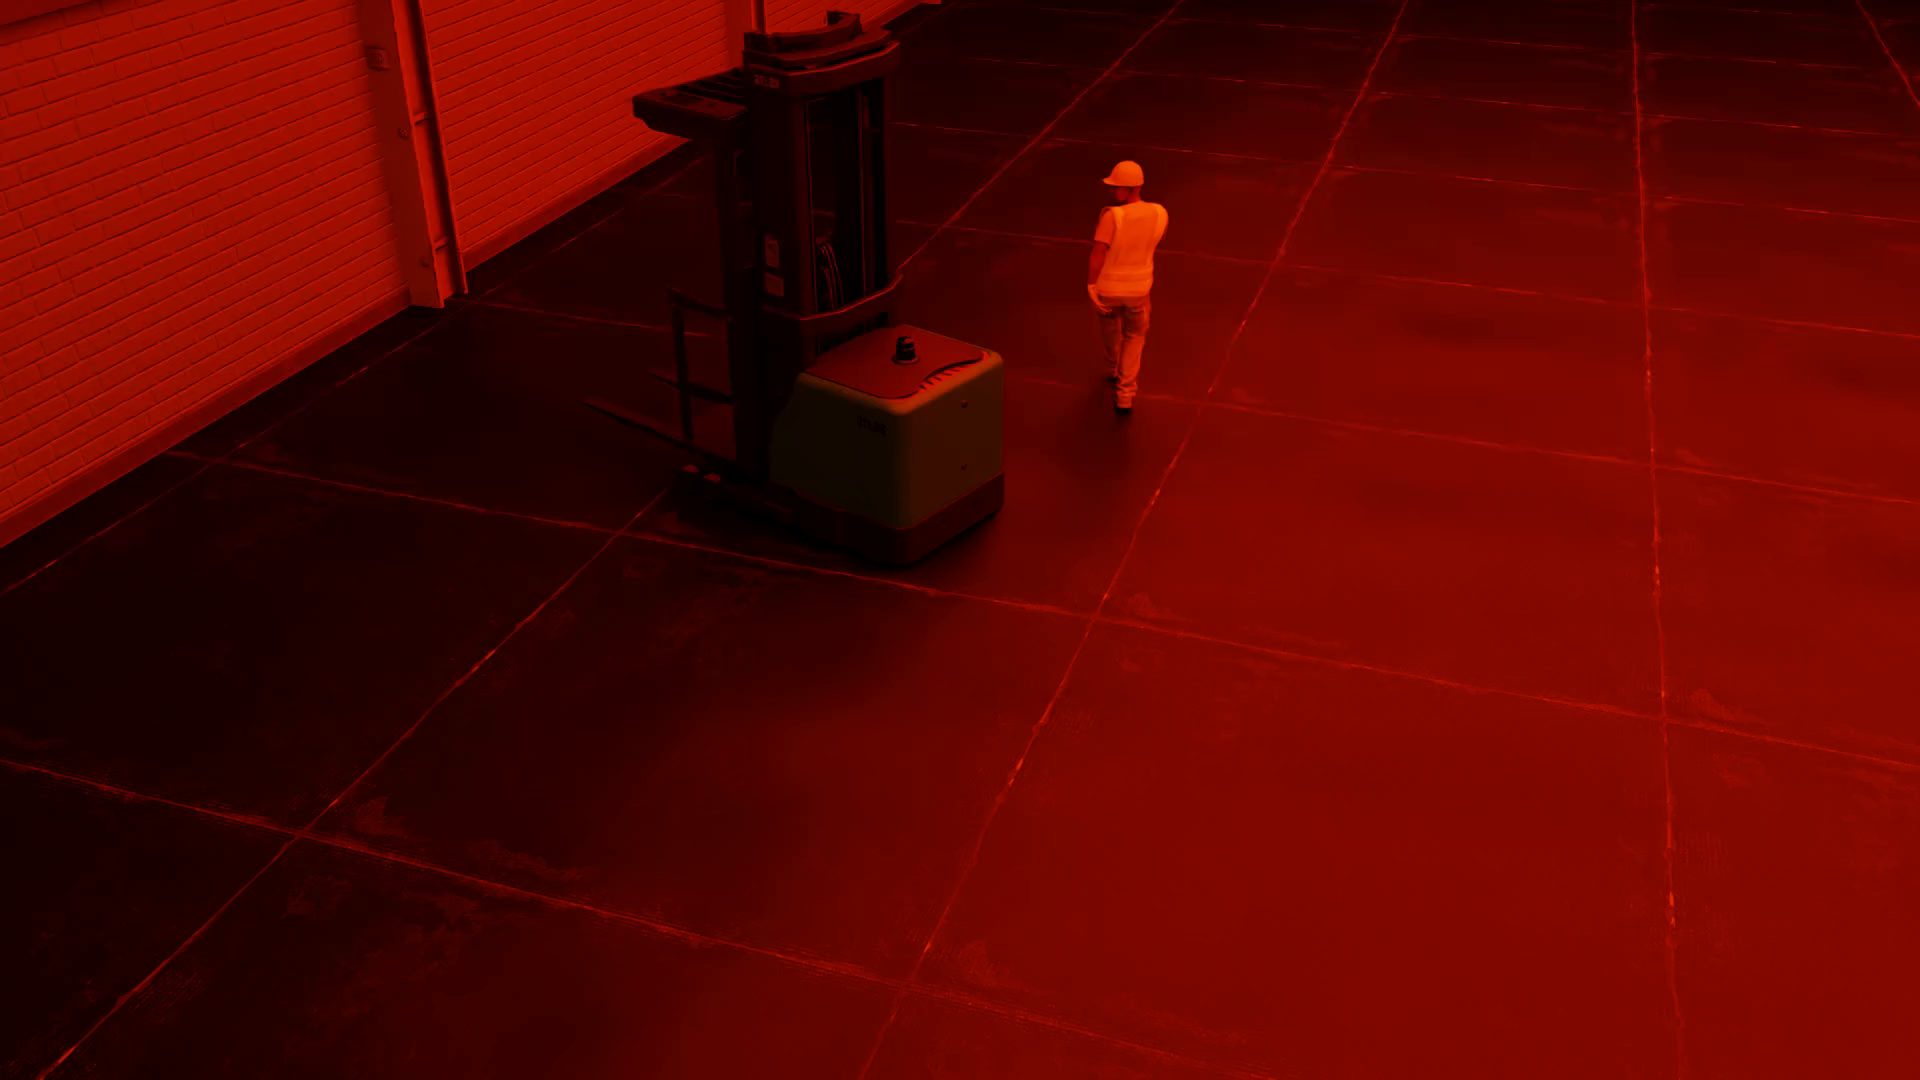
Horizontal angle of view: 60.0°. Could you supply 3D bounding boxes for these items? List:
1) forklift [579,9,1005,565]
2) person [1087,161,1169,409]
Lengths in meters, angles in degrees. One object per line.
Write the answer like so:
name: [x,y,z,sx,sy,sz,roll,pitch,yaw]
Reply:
forklift: [-1.199,-1.710,10.137,3.031,2.935,1.130,21,36,32]
person: [1.143,-1.790,11.556,0.571,1.721,0.992,0,30,0]
